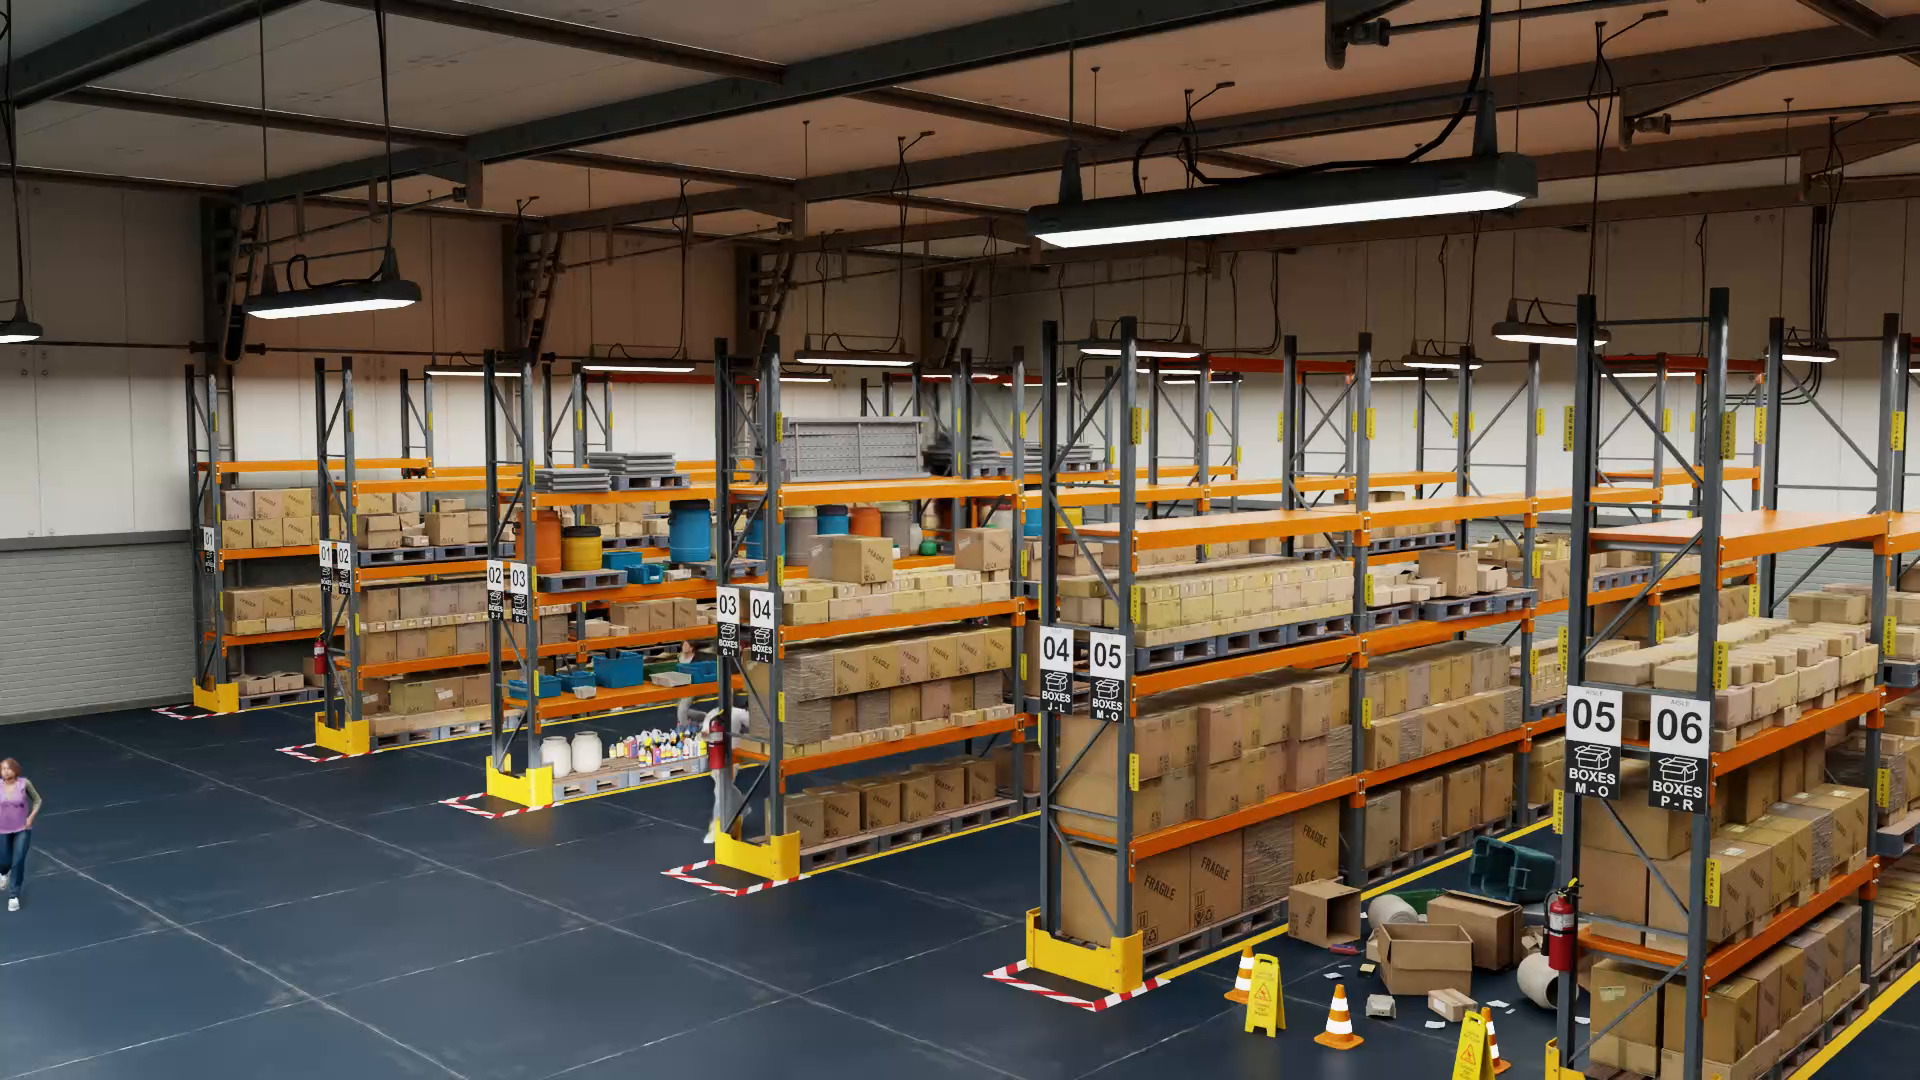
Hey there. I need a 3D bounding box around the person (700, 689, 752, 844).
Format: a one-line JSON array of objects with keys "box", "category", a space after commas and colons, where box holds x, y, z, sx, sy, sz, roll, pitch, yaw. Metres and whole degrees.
[{"box": [-2.850, 2.705, 20.310, 0.685, 1.821, 0.957, 3, 5, 37], "category": "person"}]

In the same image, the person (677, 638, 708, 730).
[{"box": [-4.218, 2.365, 26.054, 0.565, 1.647, 0.791, 3, 6, 38], "category": "person"}]

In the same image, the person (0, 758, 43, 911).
[{"box": [-9.945, 3.058, 17.495, 0.537, 1.578, 0.598, -2, 5, -25], "category": "person"}]

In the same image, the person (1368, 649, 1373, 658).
[{"box": [6.007, 2.385, 24.689, 0.664, 1.780, 0.954, 3, 5, 35], "category": "person"}]
